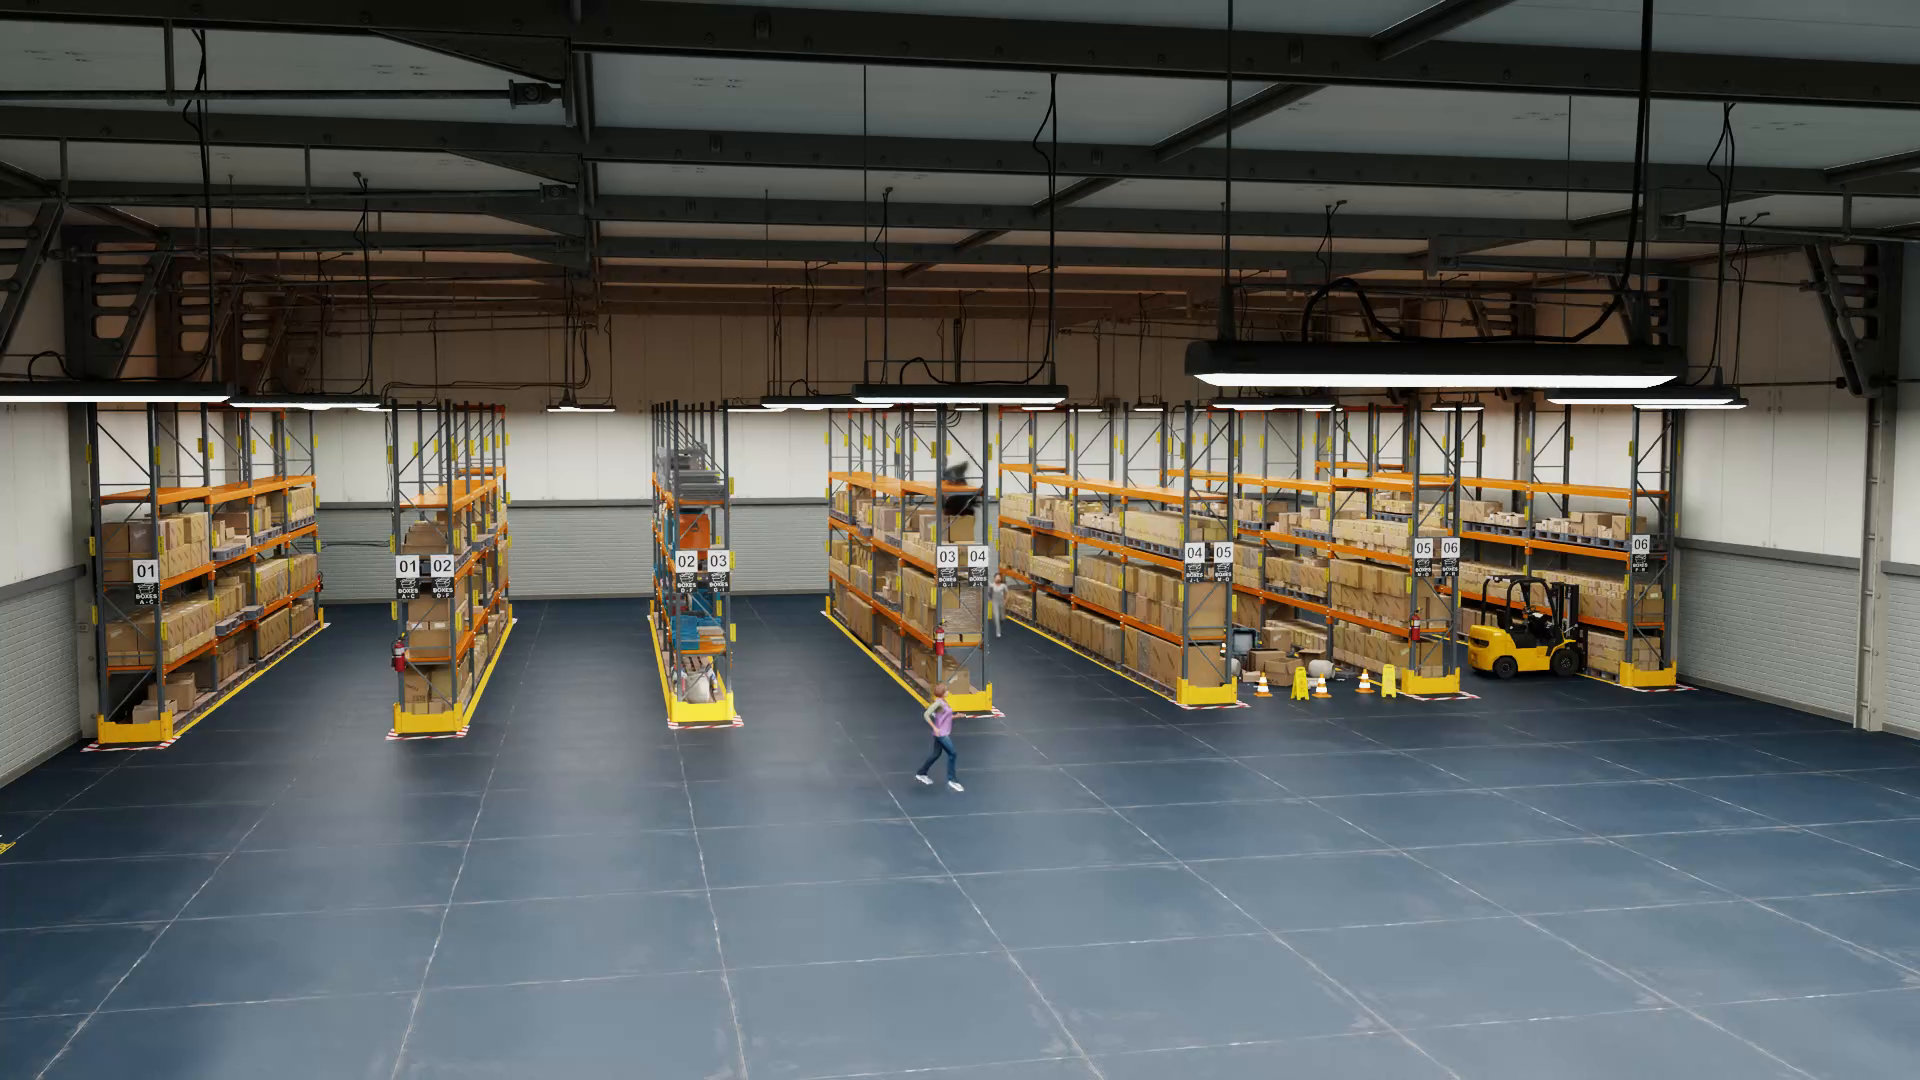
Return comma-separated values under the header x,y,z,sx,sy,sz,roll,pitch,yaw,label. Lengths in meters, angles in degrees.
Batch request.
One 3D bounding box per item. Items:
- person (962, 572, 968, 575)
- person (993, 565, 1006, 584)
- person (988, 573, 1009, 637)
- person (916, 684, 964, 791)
x,y,z,sx,sy,sz,roll,pitch,yaw,label
0.303,1.388,46.124,0.658,1.744,0.607,-1,4,-11,person
1.190,1.158,50.014,0.459,1.575,0.758,-1,4,-10,person
0.971,1.665,42.957,0.600,1.632,0.769,0,4,-7,person
-0.306,3.000,25.355,0.757,1.636,0.514,0,4,5,person
